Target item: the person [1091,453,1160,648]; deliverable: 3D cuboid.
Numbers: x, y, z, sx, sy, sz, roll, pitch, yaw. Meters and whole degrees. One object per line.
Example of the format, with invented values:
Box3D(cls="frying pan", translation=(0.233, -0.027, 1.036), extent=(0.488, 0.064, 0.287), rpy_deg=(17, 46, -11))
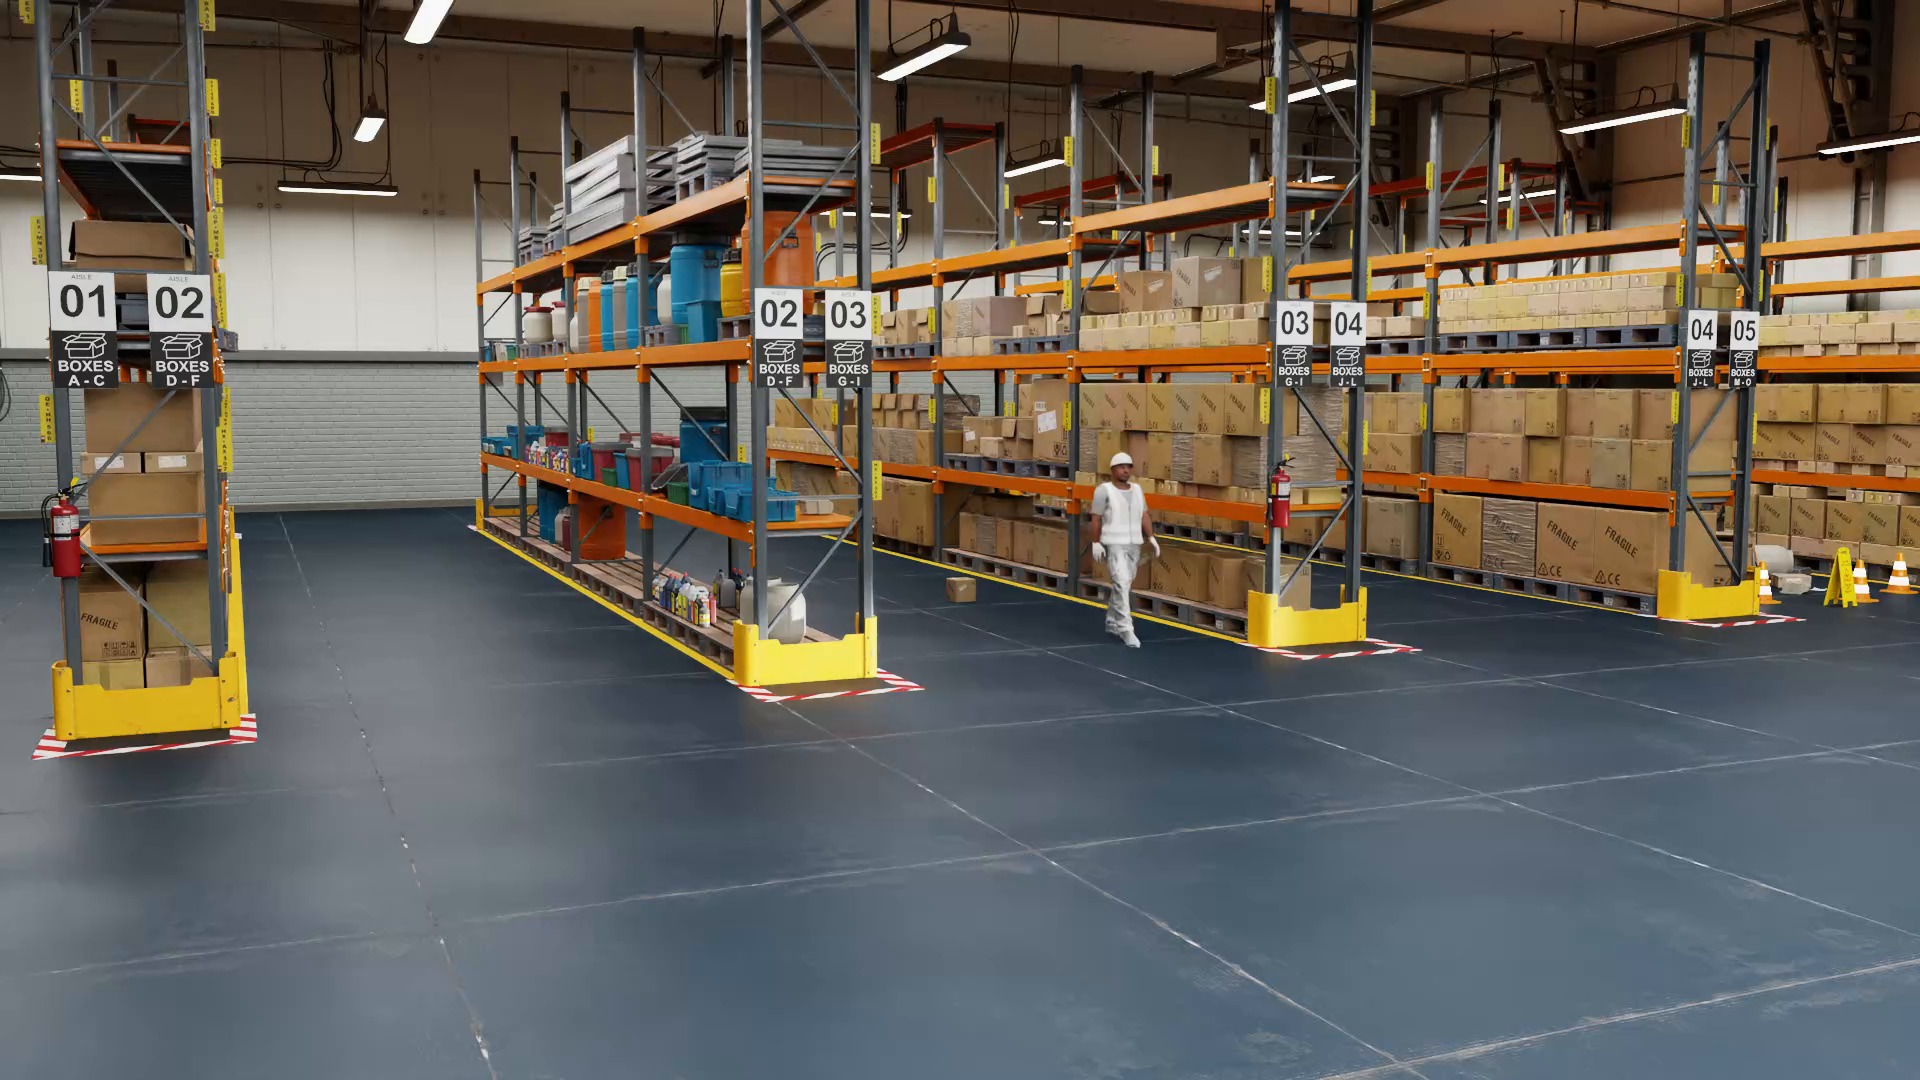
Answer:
Box3D(cls="person", translation=(1.608, 0.074, 15.785), extent=(0.560, 1.798, 0.794), rpy_deg=(-3, 6, -29))
